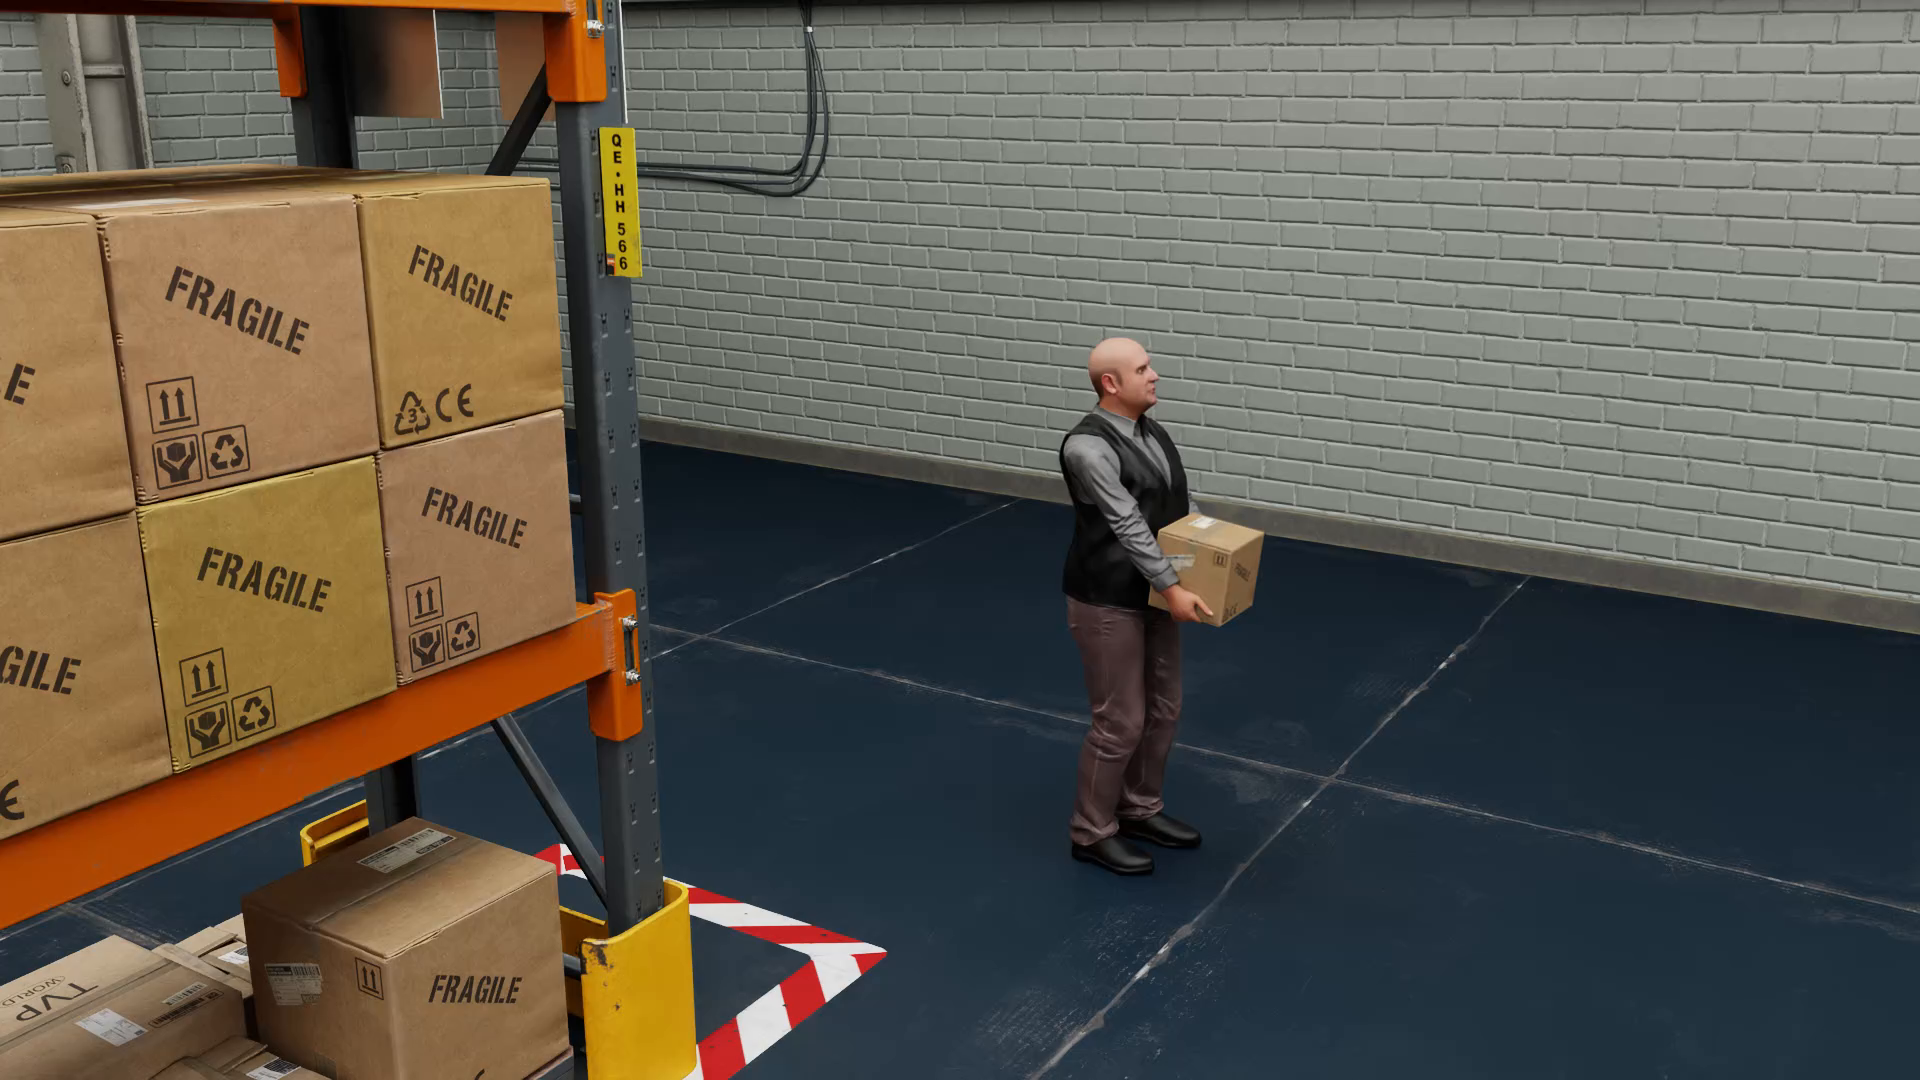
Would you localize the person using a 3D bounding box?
[{"bbox_3d":[0.620,0.214,5.349,0.550,1.711,0.494,10,19,31],"label":"person"}]
